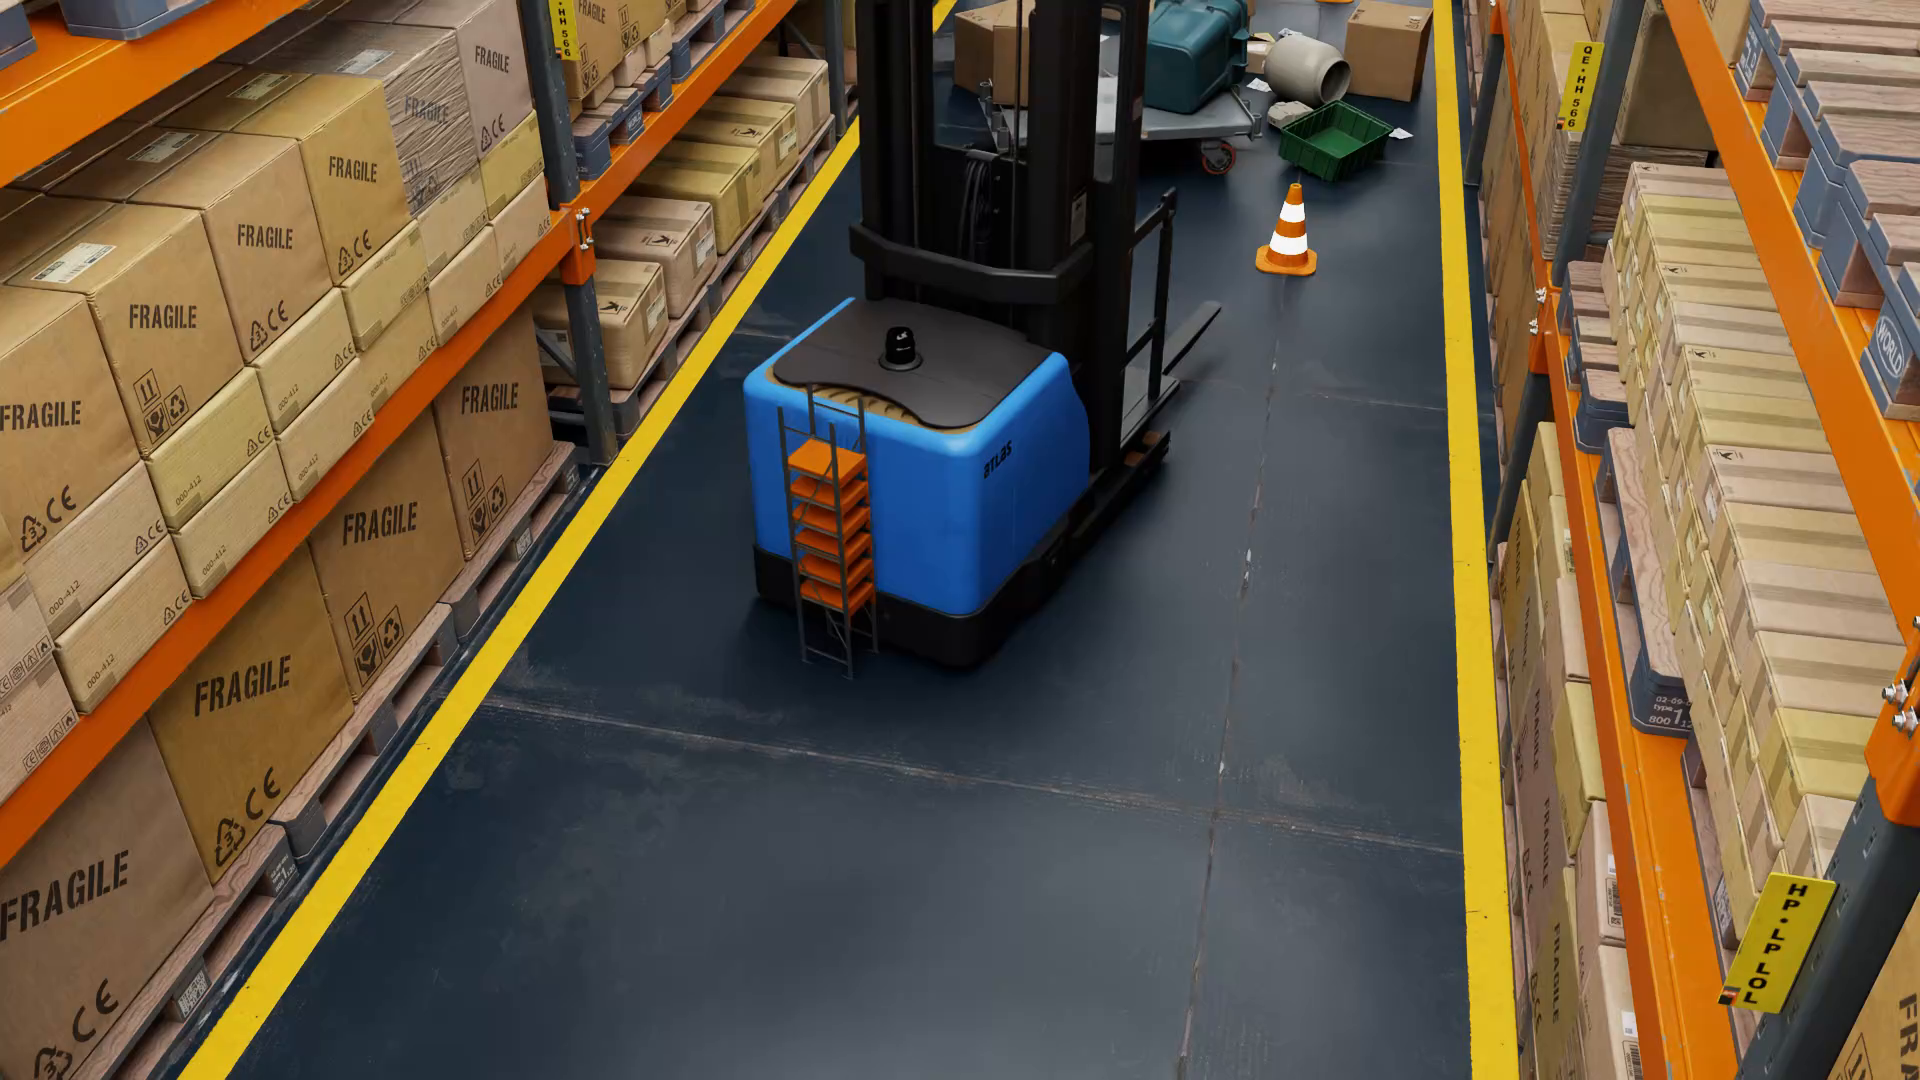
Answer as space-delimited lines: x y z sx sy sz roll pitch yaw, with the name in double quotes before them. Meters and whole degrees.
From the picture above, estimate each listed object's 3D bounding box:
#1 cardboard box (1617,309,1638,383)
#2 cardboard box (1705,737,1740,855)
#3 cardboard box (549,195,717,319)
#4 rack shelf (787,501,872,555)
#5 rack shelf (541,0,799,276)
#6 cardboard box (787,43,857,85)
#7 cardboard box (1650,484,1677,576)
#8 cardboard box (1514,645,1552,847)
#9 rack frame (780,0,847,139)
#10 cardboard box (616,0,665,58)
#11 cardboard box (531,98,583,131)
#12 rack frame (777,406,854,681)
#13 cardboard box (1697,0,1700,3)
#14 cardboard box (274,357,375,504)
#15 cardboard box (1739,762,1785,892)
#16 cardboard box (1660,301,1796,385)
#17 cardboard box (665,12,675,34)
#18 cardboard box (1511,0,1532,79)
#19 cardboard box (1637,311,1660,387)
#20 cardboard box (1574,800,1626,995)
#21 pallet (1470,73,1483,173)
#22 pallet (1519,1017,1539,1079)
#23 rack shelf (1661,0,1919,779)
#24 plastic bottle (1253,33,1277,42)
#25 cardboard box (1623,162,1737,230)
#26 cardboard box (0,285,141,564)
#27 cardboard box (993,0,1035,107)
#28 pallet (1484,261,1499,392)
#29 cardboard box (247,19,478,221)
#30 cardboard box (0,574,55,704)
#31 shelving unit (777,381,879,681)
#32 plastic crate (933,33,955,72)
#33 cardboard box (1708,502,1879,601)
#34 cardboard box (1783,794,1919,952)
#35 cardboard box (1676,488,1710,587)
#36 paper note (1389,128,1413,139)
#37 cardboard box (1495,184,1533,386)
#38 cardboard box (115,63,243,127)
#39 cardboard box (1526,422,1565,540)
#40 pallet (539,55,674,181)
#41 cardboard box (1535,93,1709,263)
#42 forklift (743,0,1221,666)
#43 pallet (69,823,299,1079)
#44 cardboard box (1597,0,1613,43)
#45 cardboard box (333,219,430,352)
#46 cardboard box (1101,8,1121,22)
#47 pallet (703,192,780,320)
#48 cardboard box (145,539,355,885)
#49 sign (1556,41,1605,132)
"cardboard box" 2.349 -0.609 5.391 0.380 0.149 0.250 9 37 12
"cardboard box" 1.903 0.600 3.722 0.380 0.149 0.250 7 37 10
"cardboard box" -1.821 -1.496 8.640 0.950 0.372 0.625 7 36 9
"rack shelf" -0.485 -0.070 6.190 0.258 0.103 0.180 19 42 24
"rack shelf" -1.674 -2.499 8.755 1.077 0.370 4.000 7 37 10
"cardboard box" -0.857 -3.298 11.229 0.500 0.250 0.500 6 36 8
"cardboard box" 2.126 -0.009 4.562 0.380 0.149 0.250 6 36 8
"cardboard box" 2.147 0.718 5.475 0.500 0.500 0.500 6 36 9
"rack frame" -1.247 -3.937 10.126 1.000 3.000 0.127 7 37 10
"cardboard box" -1.674 -2.503 7.451 0.500 0.500 0.500 9 37 12
"cardboard box" -1.850 -1.875 7.137 0.380 0.149 0.250 5 36 7
"rack frame" -0.530 0.039 6.173 0.240 1.200 0.006 19 42 24
"cardboard box" 2.275 -1.754 4.473 0.500 0.500 0.500 7 37 10
"cardboard box" -2.254 -0.383 5.350 0.500 0.250 0.500 7 36 9
"cardboard box" 1.849 0.620 3.442 0.380 0.149 0.250 8 37 10
"cardboard box" 2.244 -0.548 4.799 0.380 0.149 0.250 9 37 12
"cardboard box" -1.599 -2.487 7.981 0.380 0.149 0.250 9 37 13
"cardboard box" 3.019 -2.571 8.156 0.500 0.500 0.500 7 37 10
"cardboard box" 2.294 -0.564 5.075 0.380 0.149 0.250 7 37 10
"cardboard box" 1.937 0.999 4.449 0.500 0.250 0.500 9 37 12
"pallet" 3.850 -2.671 10.756 1.003 0.211 1.213 7 37 10
"pallet" 2.067 1.895 4.456 1.003 0.211 1.213 7 37 10
"rack shelf" 2.329 -0.858 3.934 1.077 0.370 4.000 7 37 10
"plastic bottle" 2.255 -3.659 12.247 0.133 0.061 0.283 -5 36 -6
"cardboard box" 2.468 -1.147 5.626 0.380 0.149 0.250 7 37 10
"cardboard box" -2.499 -0.307 4.180 0.500 0.500 0.500 7 37 10
"cardboard box" 0.499 -3.025 10.353 0.500 0.500 0.500 7 37 10
"pallet" 3.261 -1.092 8.576 1.003 0.211 1.213 7 37 10
"cardboard box" -2.057 -1.464 5.777 0.500 0.500 0.500 8 37 11
"cardboard box" -2.586 0.291 3.994 0.500 0.250 0.500 6 36 9
"shelving unit" -0.484 -0.010 6.236 0.258 1.200 0.189 19 42 24
"plastic crate" -0.110 -3.552 12.082 0.402 0.080 0.583 -5 36 -6
"cardboard box" 2.023 0.055 3.967 0.380 0.149 0.250 6 36 8
"cardboard box" 1.797 0.649 3.148 0.380 0.149 0.250 9 37 12
"cardboard box" 2.072 0.014 4.277 0.380 0.149 0.250 7 37 10
"paper note" 2.870 -2.671 10.909 0.147 0.020 0.142 -17 39 -22
"cardboard box" 3.158 -1.179 7.881 1.050 0.750 0.750 8 37 11
"cardboard box" -2.667 -1.256 5.490 0.500 0.500 0.500 8 37 11
"cardboard box" 2.373 -0.177 6.072 0.500 0.250 0.500 6 36 8
"pallet" -2.053 -1.988 7.600 1.213 0.211 1.003 7 37 10
"cardboard box" 2.590 -1.413 6.559 0.500 0.500 0.500 7 37 10
"forklift" 0.316 -1.544 6.882 1.130 2.935 3.031 18 40 23
"pallet" -2.864 1.327 5.239 1.003 0.211 1.213 7 37 10
"cardboard box" 2.969 -2.072 6.616 0.700 0.500 0.500 7 36 9
"cardboard box" -2.151 -0.885 5.617 0.500 0.250 0.500 6 36 9
"cardboard box" 1.301 -4.071 12.741 0.380 0.149 0.250 28 44 33
"pallet" -1.670 -1.659 9.360 1.003 0.211 1.213 7 37 10
"cardboard box" -2.716 0.456 5.518 0.875 0.875 0.875 8 37 11
"sign" 2.214 -1.617 5.939 0.100 0.325 0.005 7 37 10
